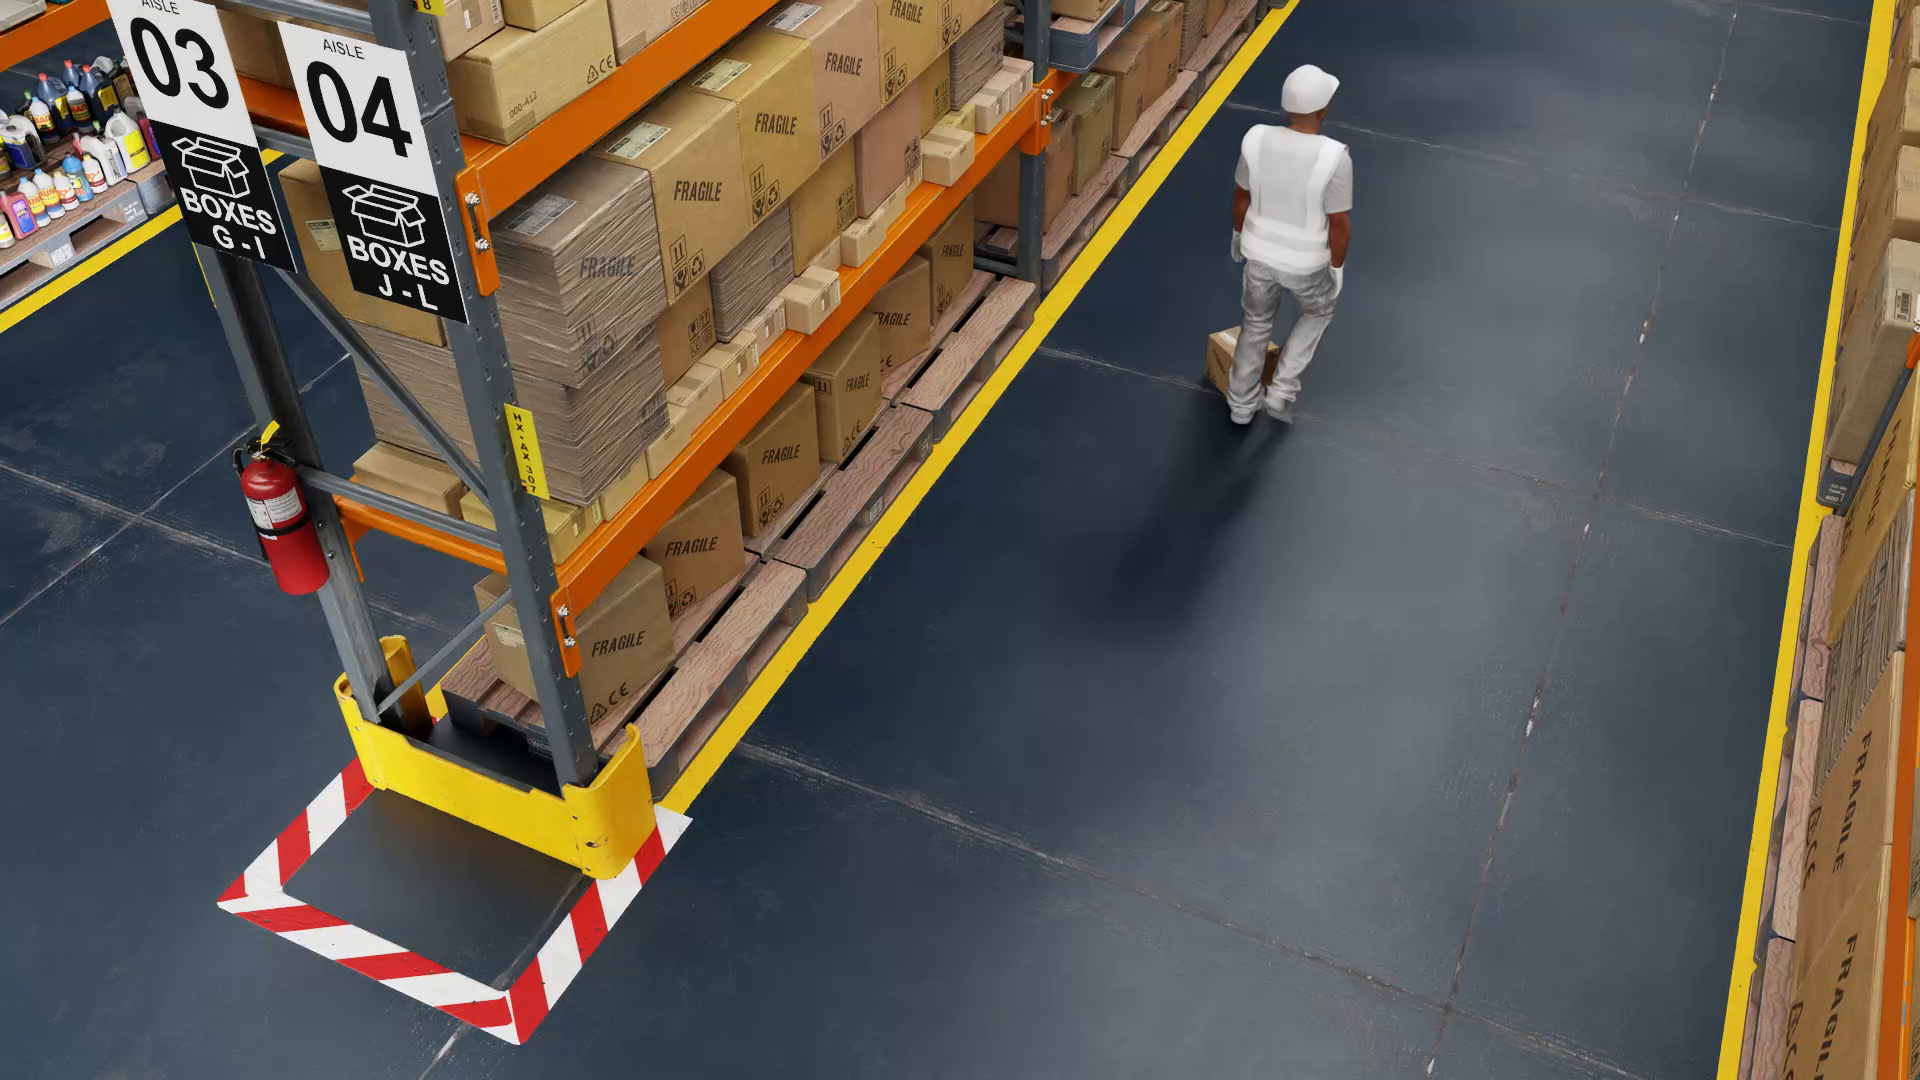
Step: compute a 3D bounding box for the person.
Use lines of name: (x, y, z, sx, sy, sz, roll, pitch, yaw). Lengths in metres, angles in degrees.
person: (1.486, -1.305, 7.576, 0.598, 1.776, 0.476, 23, 46, 24)
